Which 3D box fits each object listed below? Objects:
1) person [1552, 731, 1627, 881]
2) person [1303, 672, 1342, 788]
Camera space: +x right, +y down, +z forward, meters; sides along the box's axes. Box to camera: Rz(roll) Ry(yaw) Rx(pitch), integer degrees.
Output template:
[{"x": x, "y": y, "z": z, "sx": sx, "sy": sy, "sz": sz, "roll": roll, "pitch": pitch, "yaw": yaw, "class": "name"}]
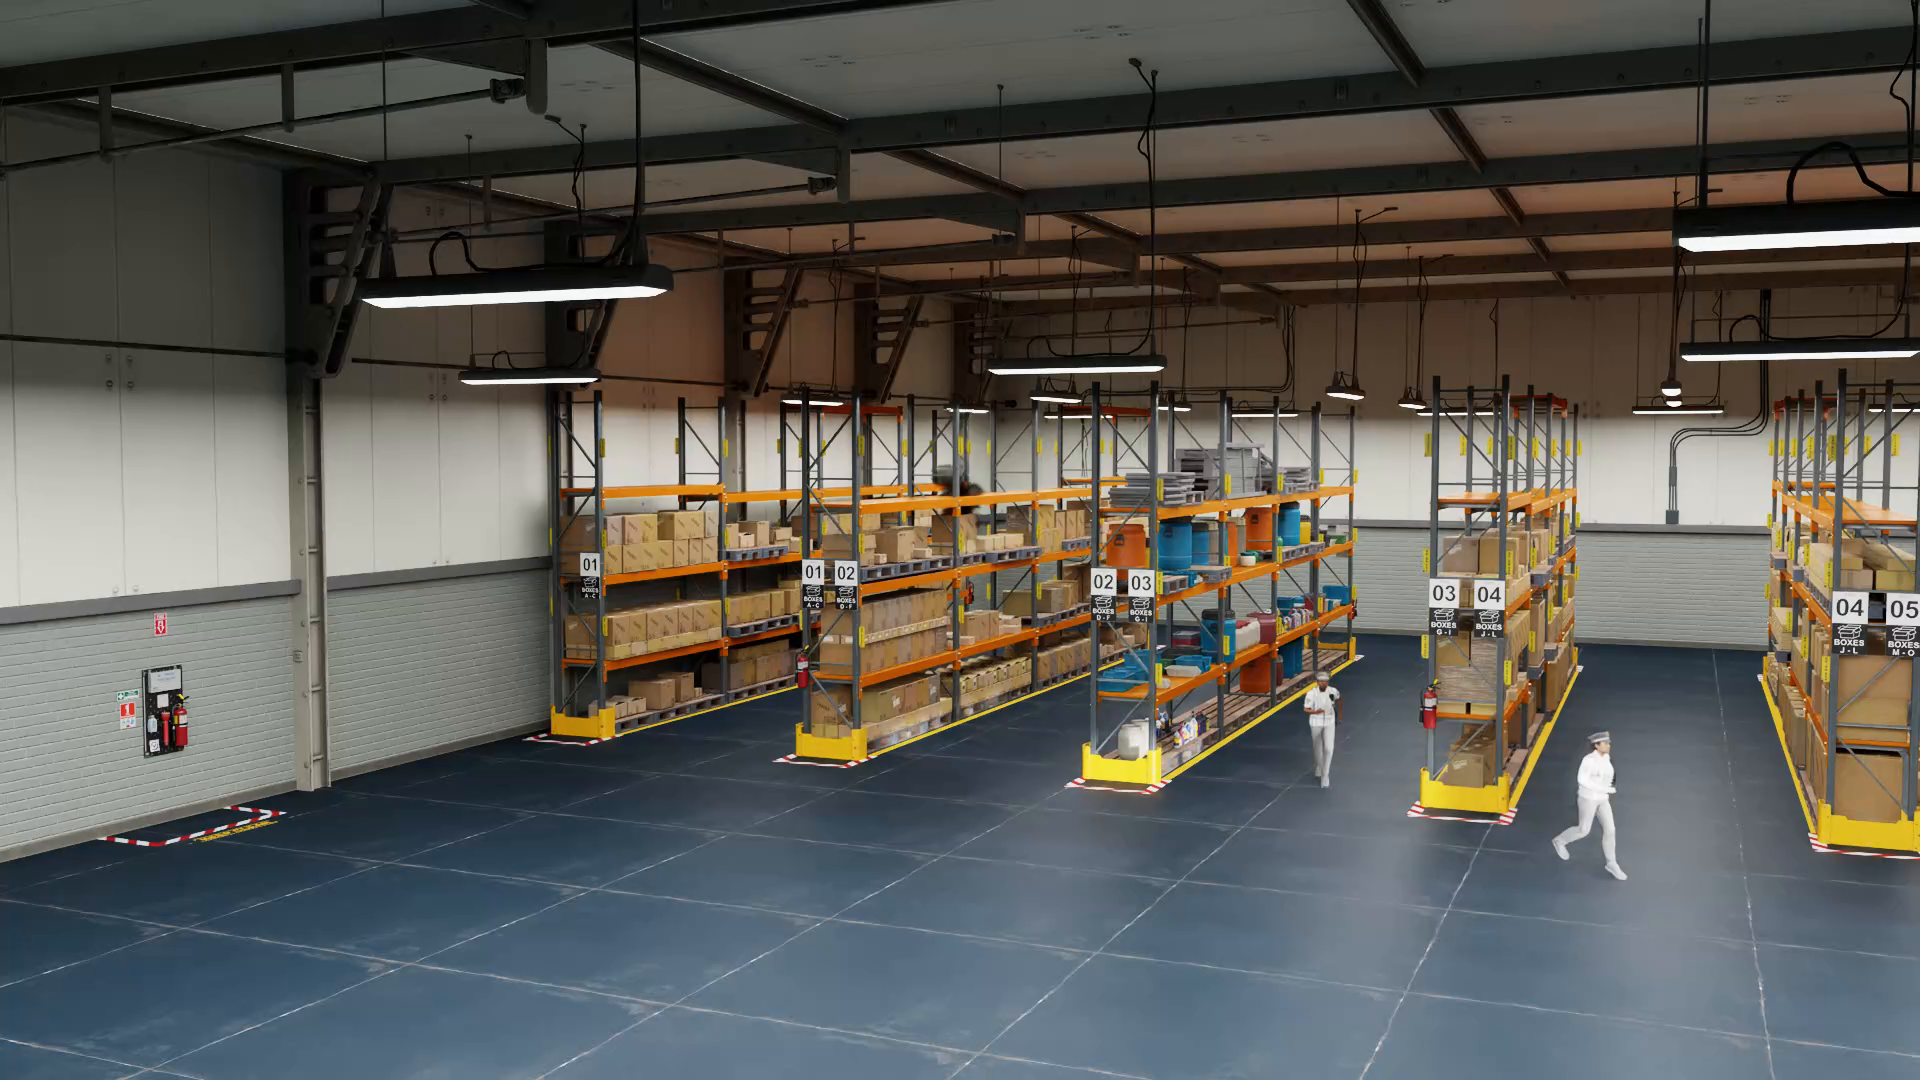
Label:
[{"x": 7.454, "y": 3.078, "z": 19.624, "sx": 0.636, "sy": 1.695, "sz": 0.986, "roll": -2, "pitch": 4, "yaw": -36, "class": "person"}, {"x": 5.417, "y": 2.797, "z": 24.830, "sx": 0.599, "sy": 1.726, "sz": 0.836, "roll": 0, "pitch": 3, "yaw": 5, "class": "person"}]
